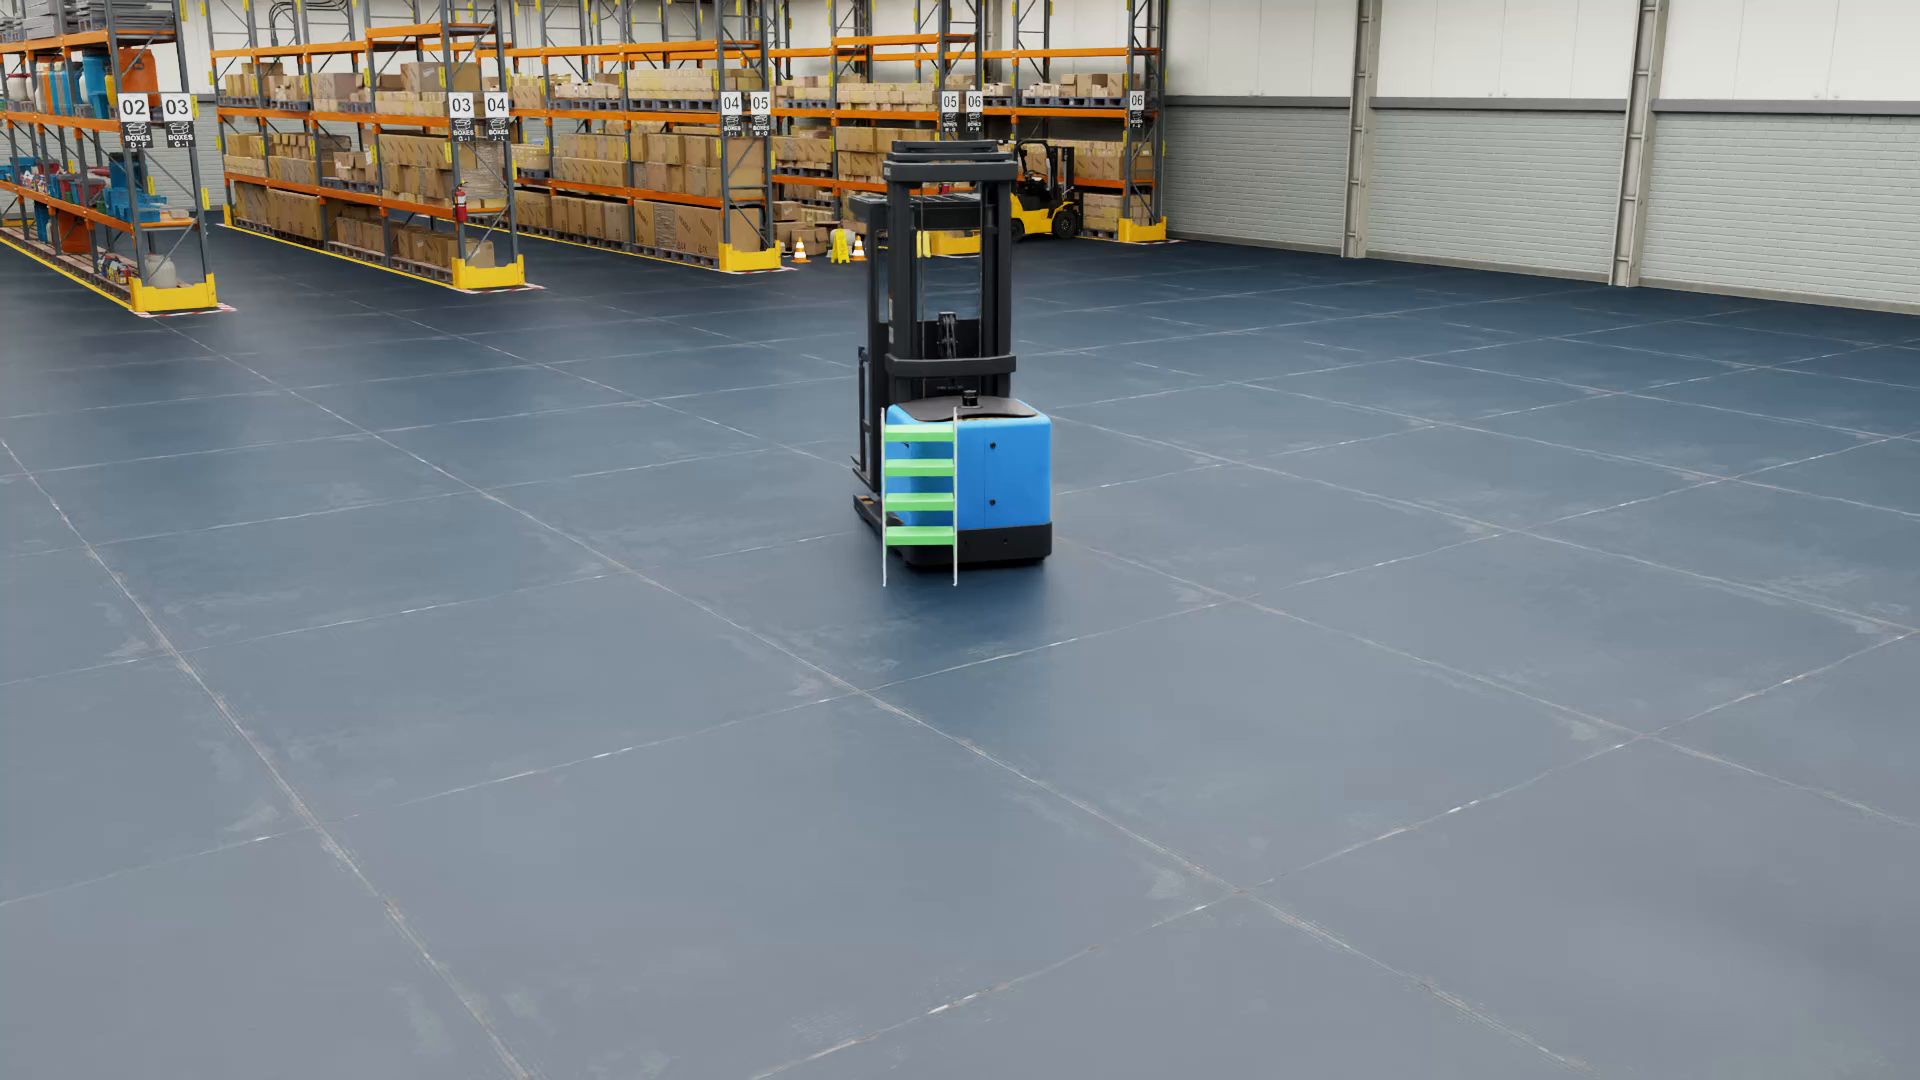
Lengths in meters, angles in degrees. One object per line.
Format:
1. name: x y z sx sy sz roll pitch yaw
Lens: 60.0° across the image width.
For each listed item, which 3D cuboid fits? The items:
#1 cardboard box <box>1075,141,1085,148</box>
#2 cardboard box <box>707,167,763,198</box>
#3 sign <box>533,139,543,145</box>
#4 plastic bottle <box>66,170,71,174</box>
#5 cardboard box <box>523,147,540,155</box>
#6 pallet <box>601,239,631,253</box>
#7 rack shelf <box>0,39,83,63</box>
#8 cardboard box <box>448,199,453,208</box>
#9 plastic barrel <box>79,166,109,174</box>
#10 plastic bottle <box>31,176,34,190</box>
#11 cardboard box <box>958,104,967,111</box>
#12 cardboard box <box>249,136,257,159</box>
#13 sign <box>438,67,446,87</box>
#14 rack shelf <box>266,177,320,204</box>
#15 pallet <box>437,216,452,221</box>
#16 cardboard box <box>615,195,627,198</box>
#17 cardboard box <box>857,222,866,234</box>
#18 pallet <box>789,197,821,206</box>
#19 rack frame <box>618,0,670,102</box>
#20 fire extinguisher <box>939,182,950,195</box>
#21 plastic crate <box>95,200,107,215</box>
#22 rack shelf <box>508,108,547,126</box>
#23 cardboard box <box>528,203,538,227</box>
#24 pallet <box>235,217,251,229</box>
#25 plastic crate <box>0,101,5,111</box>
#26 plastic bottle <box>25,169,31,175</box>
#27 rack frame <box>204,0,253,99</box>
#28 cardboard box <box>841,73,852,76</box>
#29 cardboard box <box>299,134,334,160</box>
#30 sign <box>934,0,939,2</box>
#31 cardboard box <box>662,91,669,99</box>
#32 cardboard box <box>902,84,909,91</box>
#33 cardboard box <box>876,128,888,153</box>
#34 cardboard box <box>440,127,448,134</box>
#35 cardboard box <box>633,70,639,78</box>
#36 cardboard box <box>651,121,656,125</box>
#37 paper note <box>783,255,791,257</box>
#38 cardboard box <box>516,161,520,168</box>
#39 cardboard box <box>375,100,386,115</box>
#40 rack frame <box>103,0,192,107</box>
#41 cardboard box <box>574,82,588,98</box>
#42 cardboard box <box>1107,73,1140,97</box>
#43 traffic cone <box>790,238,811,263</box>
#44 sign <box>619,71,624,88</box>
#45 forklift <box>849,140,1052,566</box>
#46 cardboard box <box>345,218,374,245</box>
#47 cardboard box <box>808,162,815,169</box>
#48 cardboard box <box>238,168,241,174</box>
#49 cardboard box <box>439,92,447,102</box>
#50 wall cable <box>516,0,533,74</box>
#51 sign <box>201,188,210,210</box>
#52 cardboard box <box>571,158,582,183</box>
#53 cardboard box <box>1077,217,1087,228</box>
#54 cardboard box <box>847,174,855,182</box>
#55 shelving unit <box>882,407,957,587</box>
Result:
1. cardboard box: 2.805 -8.897 37.420 0.380 0.149 0.250 -10 18 -33
2. cardboard box: -4.195 -6.675 30.999 0.875 0.550 0.550 -11 19 -35
3. sign: -12.813 -12.074 50.495 0.327 0.218 0.001 -11 19 -35
4. plastic bottle: -18.160 -7.367 33.905 0.144 0.351 0.185 -11 19 -35
5. cardboard box: -9.603 -8.751 37.420 0.380 0.149 0.250 -10 18 -33
6. pallet: -6.807 -6.193 34.803 1.003 0.211 1.213 -11 19 -35
7. rack shelf: -17.898 -9.503 32.370 1.077 0.370 4.000 -11 19 -35
8. cardboard box: -8.493 -5.744 28.355 0.380 0.149 0.250 -11 19 -35
9. plastic barrel: -16.204 -6.735 31.245 0.600 0.536 0.708 -11 19 -35
10. plastic bottle: -18.383 -7.080 33.005 0.097 0.271 0.097 0 15 0
11. cardboard box: 0.072 -8.767 33.721 0.380 0.149 0.250 -11 19 -34
12. cardboard box: -15.845 -8.942 37.865 0.500 0.500 0.500 -11 19 -34
13. sign: -8.472 -7.574 27.209 0.100 0.325 0.005 -11 19 -35
14. rack shelf: -13.891 -7.571 35.918 1.077 0.370 4.000 -11 19 -35
15. pallet: -12.854 -8.407 42.893 1.003 0.211 1.213 -11 19 -35
16. cardboard box: -8.934 -9.578 45.949 0.875 0.438 0.875 -12 19 -36
17. cardboard box: -1.896 -6.771 36.046 0.500 0.250 0.500 -10 18 -31
18. pallet: -4.163 -9.717 47.678 1.003 0.211 1.213 -11 19 -35
19. rack frame: -6.292 -10.278 33.084 1.000 3.000 0.127 -11 19 -35
20. fire extinguisher: -0.301 -7.187 33.301 0.296 0.674 0.183 -11 19 -35
21. plastic crate: -13.800 -5.432 27.142 0.450 0.188 0.662 -11 19 -35
22. rack shelf: -9.820 -9.766 38.256 1.077 0.370 4.000 -11 19 -35
23. cardboard box: -9.545 -7.447 38.043 0.500 0.500 0.500 -10 18 -32
24. pallet: -16.886 -7.695 40.293 1.003 0.211 1.213 -11 19 -35
25. plastic crate: -19.567 -8.964 34.365 0.450 0.188 0.662 -11 19 -35
26. plastic bottle: -19.105 -7.418 34.091 0.144 0.351 0.185 -11 19 -35
27. rack frame: -17.419 -12.093 39.712 1.000 3.000 0.127 -11 19 -35
28. cardboard box: -3.144 -12.455 44.863 0.396 0.266 0.258 -11 19 -35
29. cardboard box: -13.513 -8.321 35.206 0.797 0.503 0.637 -10 18 -33
30. sign: -0.457 -10.659 32.406 0.100 0.325 0.005 -11 19 -35
31. cardboard box: -5.459 -8.506 31.781 0.380 0.149 0.250 -11 19 -34
32. cardboard box: -0.964 -9.285 34.103 0.380 0.149 0.250 -11 19 -35
33. cardboard box: -1.328 -8.400 34.938 0.700 0.500 0.500 -11 19 -35
34. cardboard box: -12.709 -10.263 41.744 0.500 0.500 0.500 -11 19 -36
35. cardboard box: -6.202 -9.161 32.664 0.380 0.149 0.250 -11 19 -35
36. cardboard box: -7.859 -10.922 43.487 0.380 0.149 0.250 -11 19 -35
37. paper note: -3.464 -5.687 33.301 0.144 0.017 0.142 -4 16 -15
38. cardboard box: -9.905 -8.573 37.899 0.380 0.149 0.250 -12 19 -37
39. cardboard box: -10.306 -7.875 30.269 0.500 0.250 0.500 -12 19 -37
40. rack frame: -12.018 -7.907 24.420 1.000 3.000 0.127 -11 19 -35
41. cardboard box: -7.800 -9.488 35.063 0.500 0.311 0.500 -11 19 -36
42. cardboard box: 3.560 -9.894 36.188 0.500 0.500 0.500 -10 18 -33
43. traffic cone: -3.104 -5.641 32.309 0.336 0.463 0.334 -11 19 -35
44. sign: -6.725 -9.146 33.055 0.100 0.325 0.005 -11 19 -35
45. forklift: -0.222 -1.580 12.795 1.130 2.935 3.031 -4 16 -15
46. cardboard box: -11.969 -6.241 33.597 0.700 0.500 0.500 -13 20 -39
47. cardboard box: -3.195 -8.432 37.381 0.380 0.149 0.250 -11 19 -35
48. cardboard box: -16.719 -8.677 39.071 0.380 0.149 0.250 -11 19 -35
49. cardboard box: -8.427 -7.360 27.632 0.380 0.149 0.250 -11 19 -35
50. wall cable: -12.976 -14.802 49.610 0.463 3.000 0.029 -11 19 -35
51. sign: -11.571 -5.232 25.484 0.100 0.325 0.005 -11 19 -35
52. cardboard box: -8.001 -7.934 35.691 0.500 0.500 0.500 -11 19 -35
53. cardboard box: 2.914 -7.235 37.743 0.500 0.250 0.500 -11 19 -34
54. cardboard box: -2.231 -7.891 36.200 0.380 0.149 0.250 -10 18 -33
55. shelving unit: -0.275 -0.291 11.364 0.503 1.200 0.258 0 16 -2
